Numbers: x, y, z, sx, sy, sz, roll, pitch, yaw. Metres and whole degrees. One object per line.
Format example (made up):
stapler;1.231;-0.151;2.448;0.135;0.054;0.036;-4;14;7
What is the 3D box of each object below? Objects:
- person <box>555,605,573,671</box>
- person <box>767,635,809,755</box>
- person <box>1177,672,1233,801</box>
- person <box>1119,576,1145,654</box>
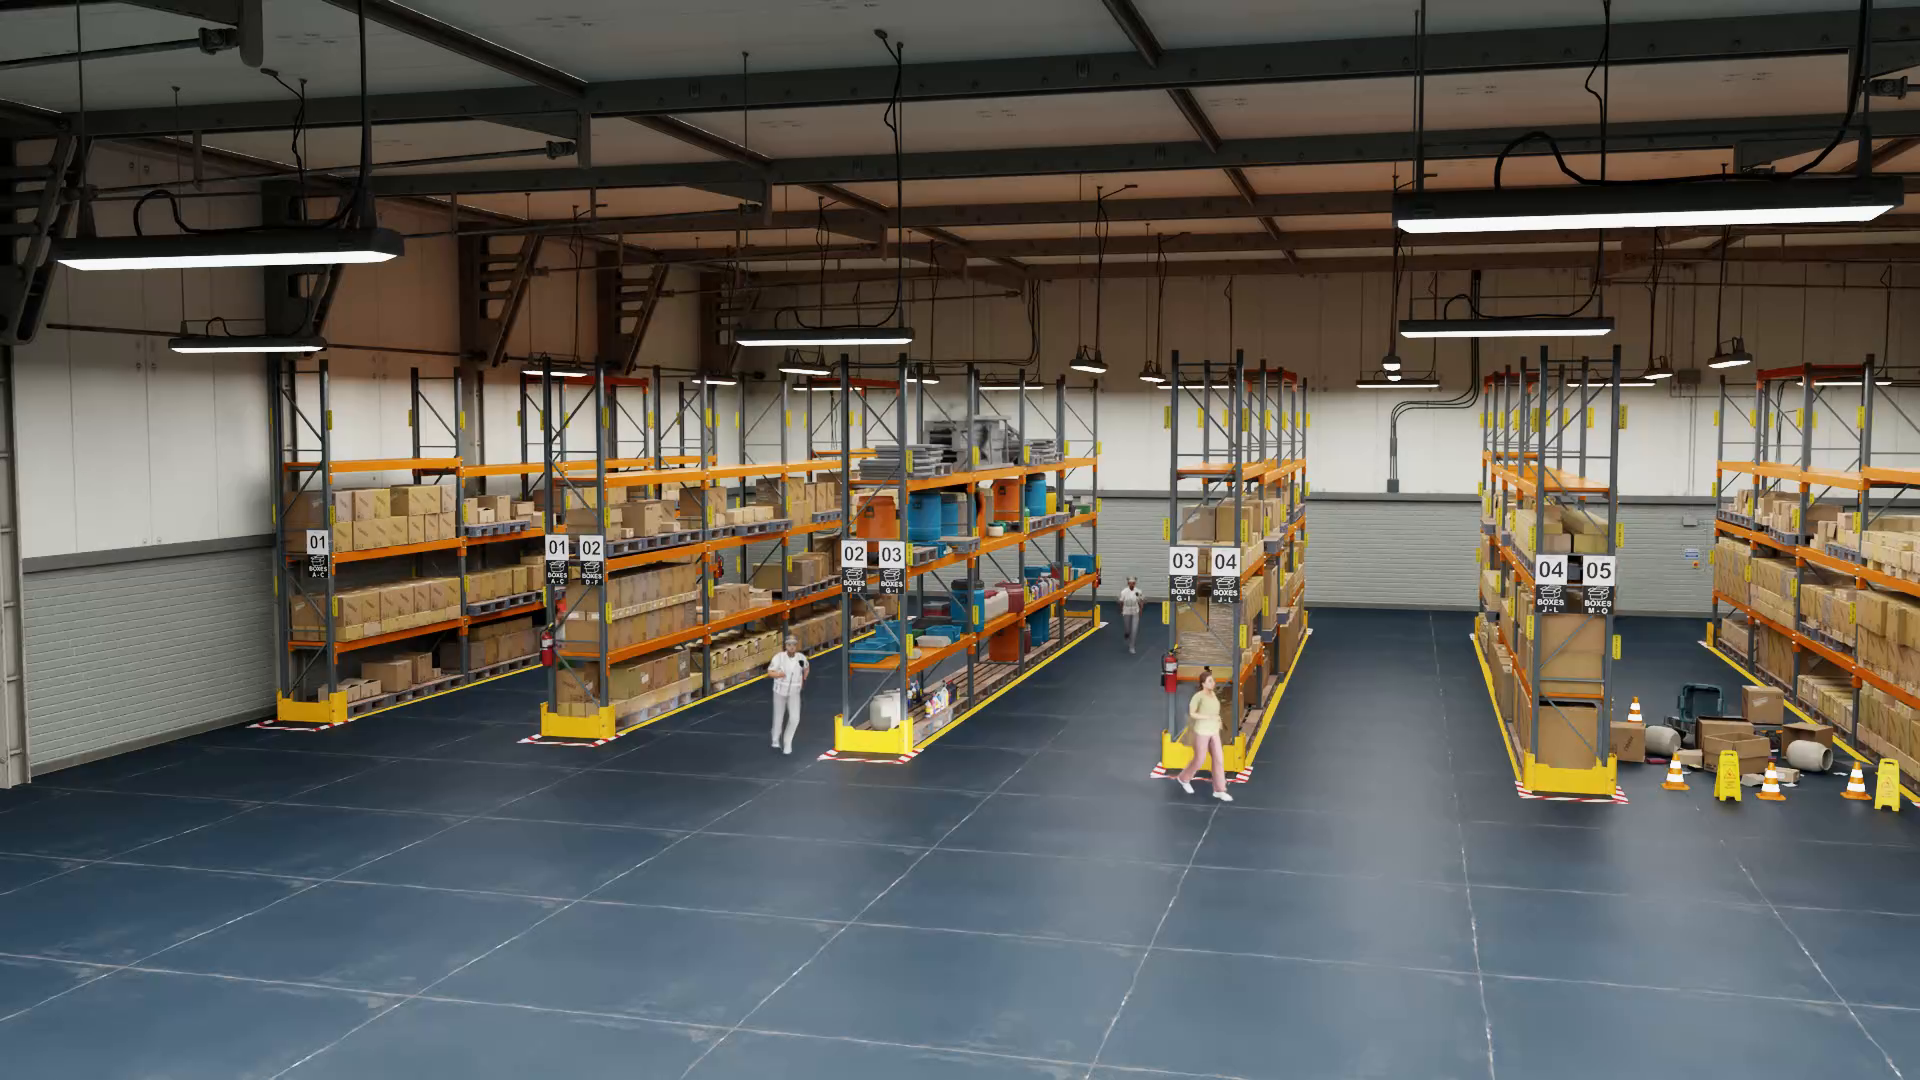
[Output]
person;-7.007;2.013;29.362;0.657;1.755;0.760;1;4;9
person;-2.574;2.342;25.075;0.658;1.840;0.747;-1;4;-11
person;3.245;2.565;21.965;0.589;1.660;0.884;-3;5;-38
person;3.713;1.592;35.999;0.565;1.664;0.768;0;4;3
